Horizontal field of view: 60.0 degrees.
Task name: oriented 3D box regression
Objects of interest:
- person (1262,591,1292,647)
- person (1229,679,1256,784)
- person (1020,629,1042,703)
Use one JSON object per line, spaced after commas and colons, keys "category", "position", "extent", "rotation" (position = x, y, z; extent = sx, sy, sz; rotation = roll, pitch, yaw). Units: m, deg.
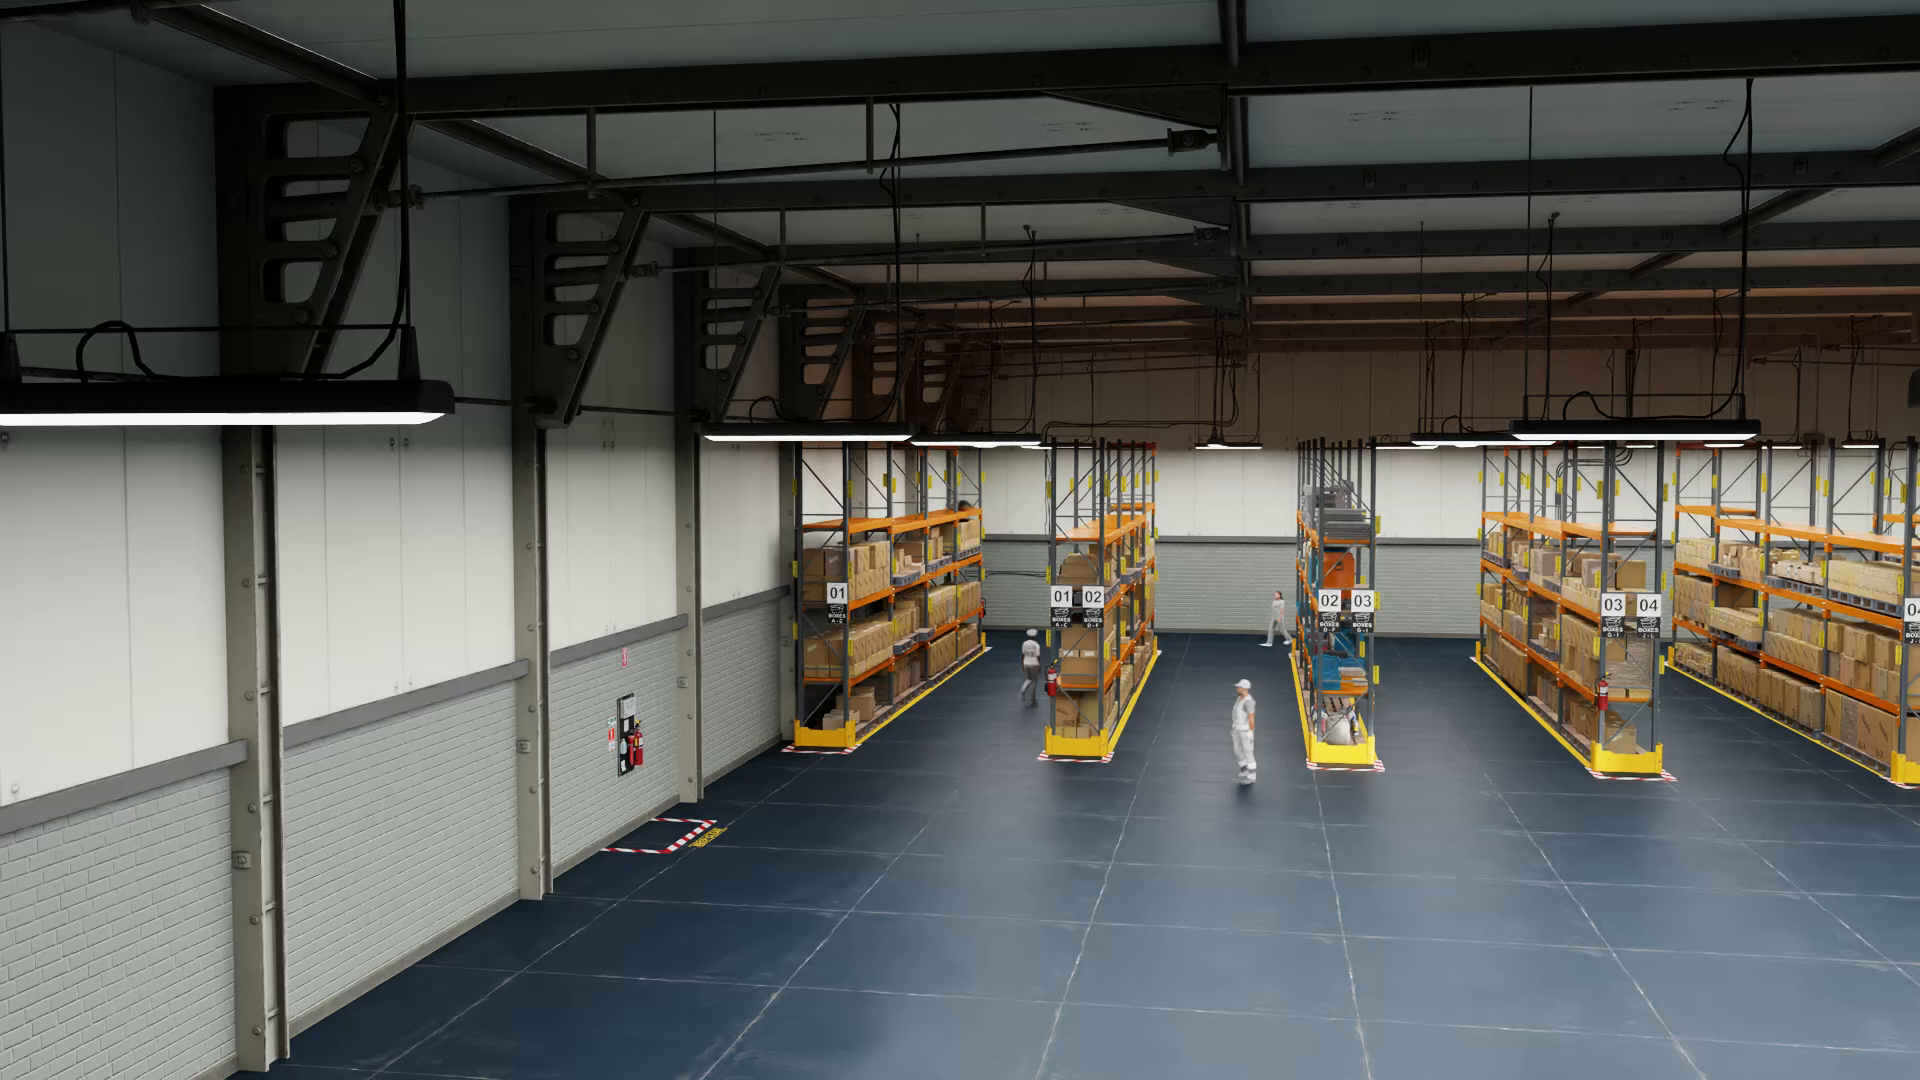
{"category": "person", "position": [9.342, 2.315, 48.905], "extent": [0.972, 1.633, 0.456], "rotation": [-2, 4, -34]}
{"category": "person", "position": [4.891, 3.311, 28.697], "extent": [0.352, 1.822, 0.677], "rotation": [-1, 3, -19]}
{"category": "person", "position": [1.606, 2.867, 37.777], "extent": [0.453, 1.687, 0.500], "rotation": [3, 4, 44]}
